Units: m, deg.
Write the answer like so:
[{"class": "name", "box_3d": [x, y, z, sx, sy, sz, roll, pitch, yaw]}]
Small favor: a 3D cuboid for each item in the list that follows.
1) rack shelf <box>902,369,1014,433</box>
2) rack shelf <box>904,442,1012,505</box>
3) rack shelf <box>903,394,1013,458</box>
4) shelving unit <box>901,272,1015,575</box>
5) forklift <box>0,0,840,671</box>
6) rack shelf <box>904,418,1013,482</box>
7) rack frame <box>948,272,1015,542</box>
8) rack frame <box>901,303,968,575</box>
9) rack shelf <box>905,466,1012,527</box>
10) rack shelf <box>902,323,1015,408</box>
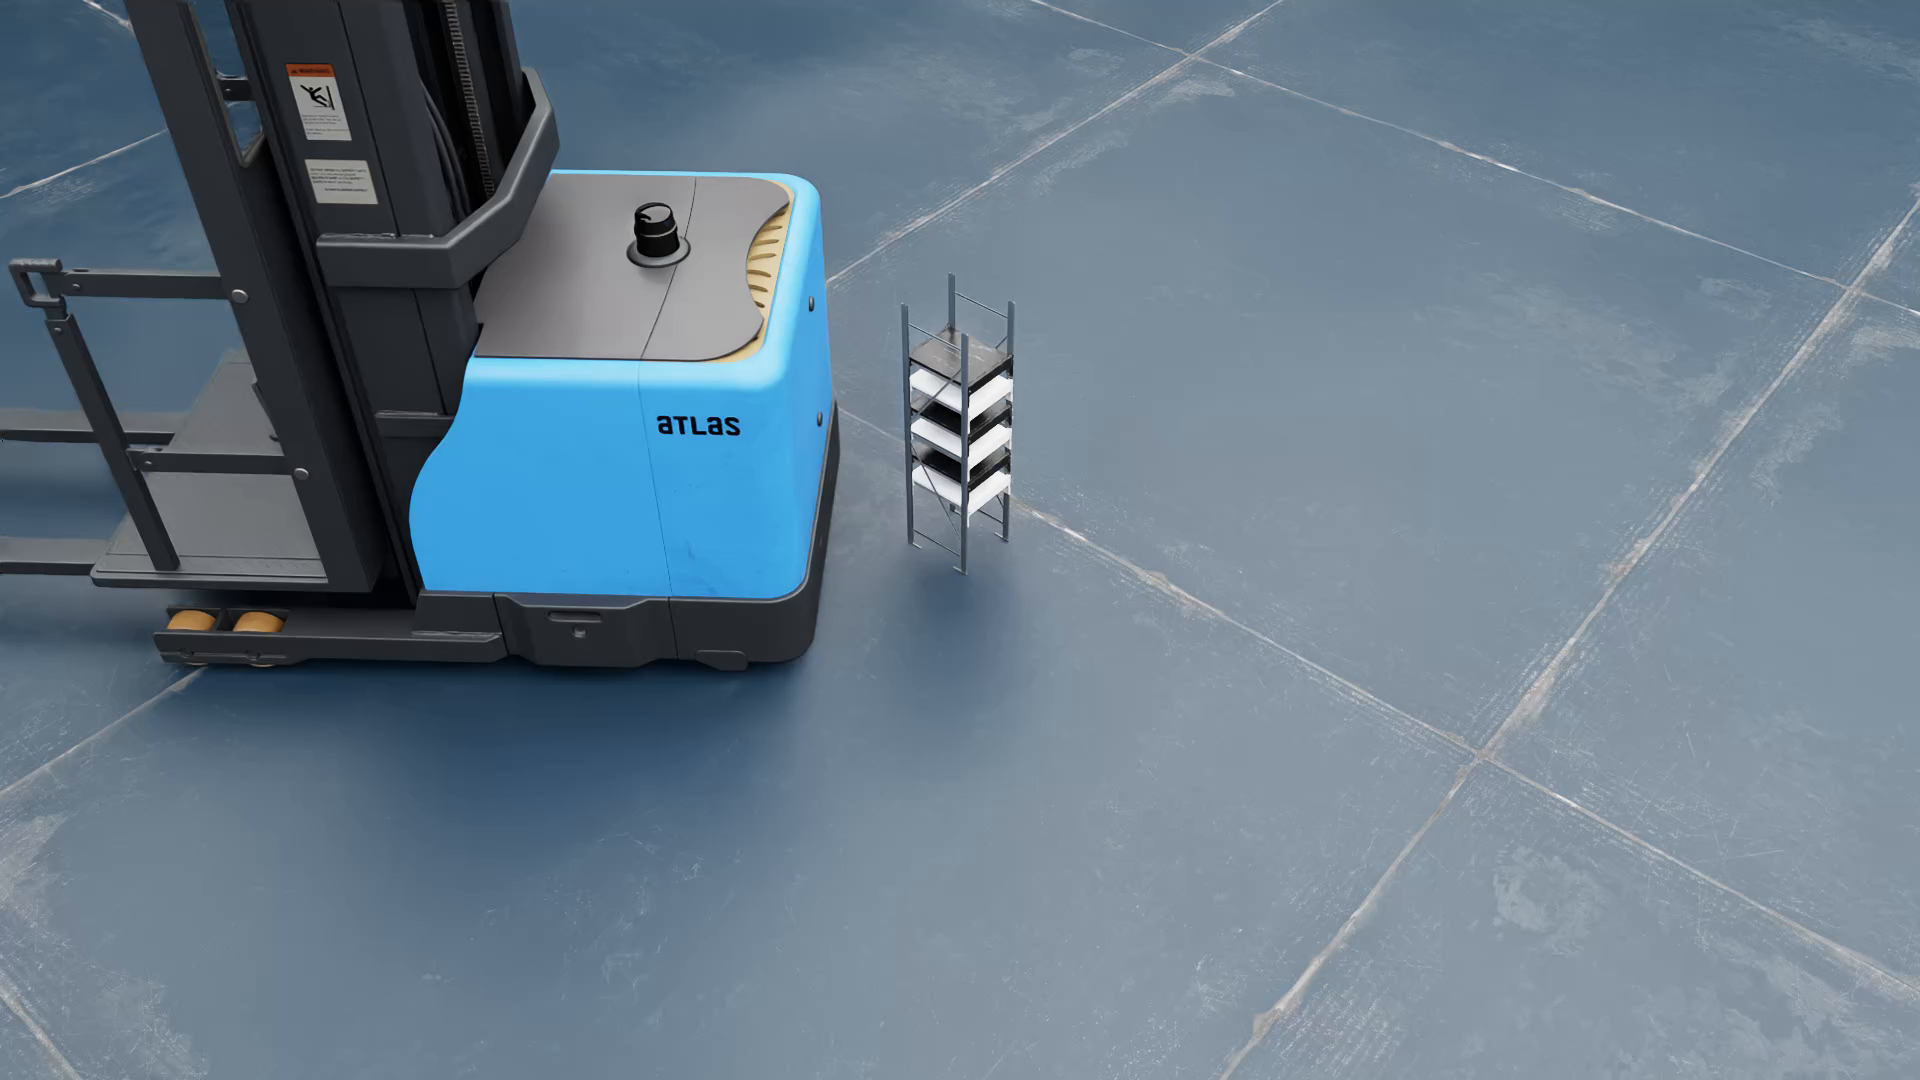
[{"class": "rack shelf", "box_3d": [-0.005, -0.437, 4.844, 0.258, 0.077, 0.200, 29, 50, 28]}, {"class": "rack shelf", "box_3d": [-0.005, -0.238, 5.026, 0.258, 0.077, 0.200, 29, 50, 28]}, {"class": "rack shelf", "box_3d": [-0.005, -0.371, 4.905, 0.258, 0.077, 0.200, 29, 50, 28]}, {"class": "shelving unit", "box_3d": [-0.005, -0.329, 4.943, 0.258, 0.900, 0.210, 29, 50, 28]}, {"class": "forklift", "box_3d": [-1.923, -1.069, 4.247, 3.031, 2.935, 1.130, 1, 42, 2]}, {"class": "rack shelf", "box_3d": [-0.005, -0.304, 4.965, 0.258, 0.077, 0.200, 29, 50, 28]}, {"class": "rack frame", "box_3d": [0.060, -0.381, 5.000, 0.240, 0.900, 0.006, 29, 50, 28]}, {"class": "rack frame", "box_3d": [-0.071, -0.276, 4.885, 0.240, 0.900, 0.006, 29, 50, 28]}, {"class": "rack shelf", "box_3d": [-0.005, -0.171, 5.086, 0.258, 0.077, 0.200, 29, 50, 28]}, {"class": "rack shelf", "box_3d": [-0.005, -0.504, 4.783, 0.258, 0.077, 0.200, 29, 50, 28]}]
